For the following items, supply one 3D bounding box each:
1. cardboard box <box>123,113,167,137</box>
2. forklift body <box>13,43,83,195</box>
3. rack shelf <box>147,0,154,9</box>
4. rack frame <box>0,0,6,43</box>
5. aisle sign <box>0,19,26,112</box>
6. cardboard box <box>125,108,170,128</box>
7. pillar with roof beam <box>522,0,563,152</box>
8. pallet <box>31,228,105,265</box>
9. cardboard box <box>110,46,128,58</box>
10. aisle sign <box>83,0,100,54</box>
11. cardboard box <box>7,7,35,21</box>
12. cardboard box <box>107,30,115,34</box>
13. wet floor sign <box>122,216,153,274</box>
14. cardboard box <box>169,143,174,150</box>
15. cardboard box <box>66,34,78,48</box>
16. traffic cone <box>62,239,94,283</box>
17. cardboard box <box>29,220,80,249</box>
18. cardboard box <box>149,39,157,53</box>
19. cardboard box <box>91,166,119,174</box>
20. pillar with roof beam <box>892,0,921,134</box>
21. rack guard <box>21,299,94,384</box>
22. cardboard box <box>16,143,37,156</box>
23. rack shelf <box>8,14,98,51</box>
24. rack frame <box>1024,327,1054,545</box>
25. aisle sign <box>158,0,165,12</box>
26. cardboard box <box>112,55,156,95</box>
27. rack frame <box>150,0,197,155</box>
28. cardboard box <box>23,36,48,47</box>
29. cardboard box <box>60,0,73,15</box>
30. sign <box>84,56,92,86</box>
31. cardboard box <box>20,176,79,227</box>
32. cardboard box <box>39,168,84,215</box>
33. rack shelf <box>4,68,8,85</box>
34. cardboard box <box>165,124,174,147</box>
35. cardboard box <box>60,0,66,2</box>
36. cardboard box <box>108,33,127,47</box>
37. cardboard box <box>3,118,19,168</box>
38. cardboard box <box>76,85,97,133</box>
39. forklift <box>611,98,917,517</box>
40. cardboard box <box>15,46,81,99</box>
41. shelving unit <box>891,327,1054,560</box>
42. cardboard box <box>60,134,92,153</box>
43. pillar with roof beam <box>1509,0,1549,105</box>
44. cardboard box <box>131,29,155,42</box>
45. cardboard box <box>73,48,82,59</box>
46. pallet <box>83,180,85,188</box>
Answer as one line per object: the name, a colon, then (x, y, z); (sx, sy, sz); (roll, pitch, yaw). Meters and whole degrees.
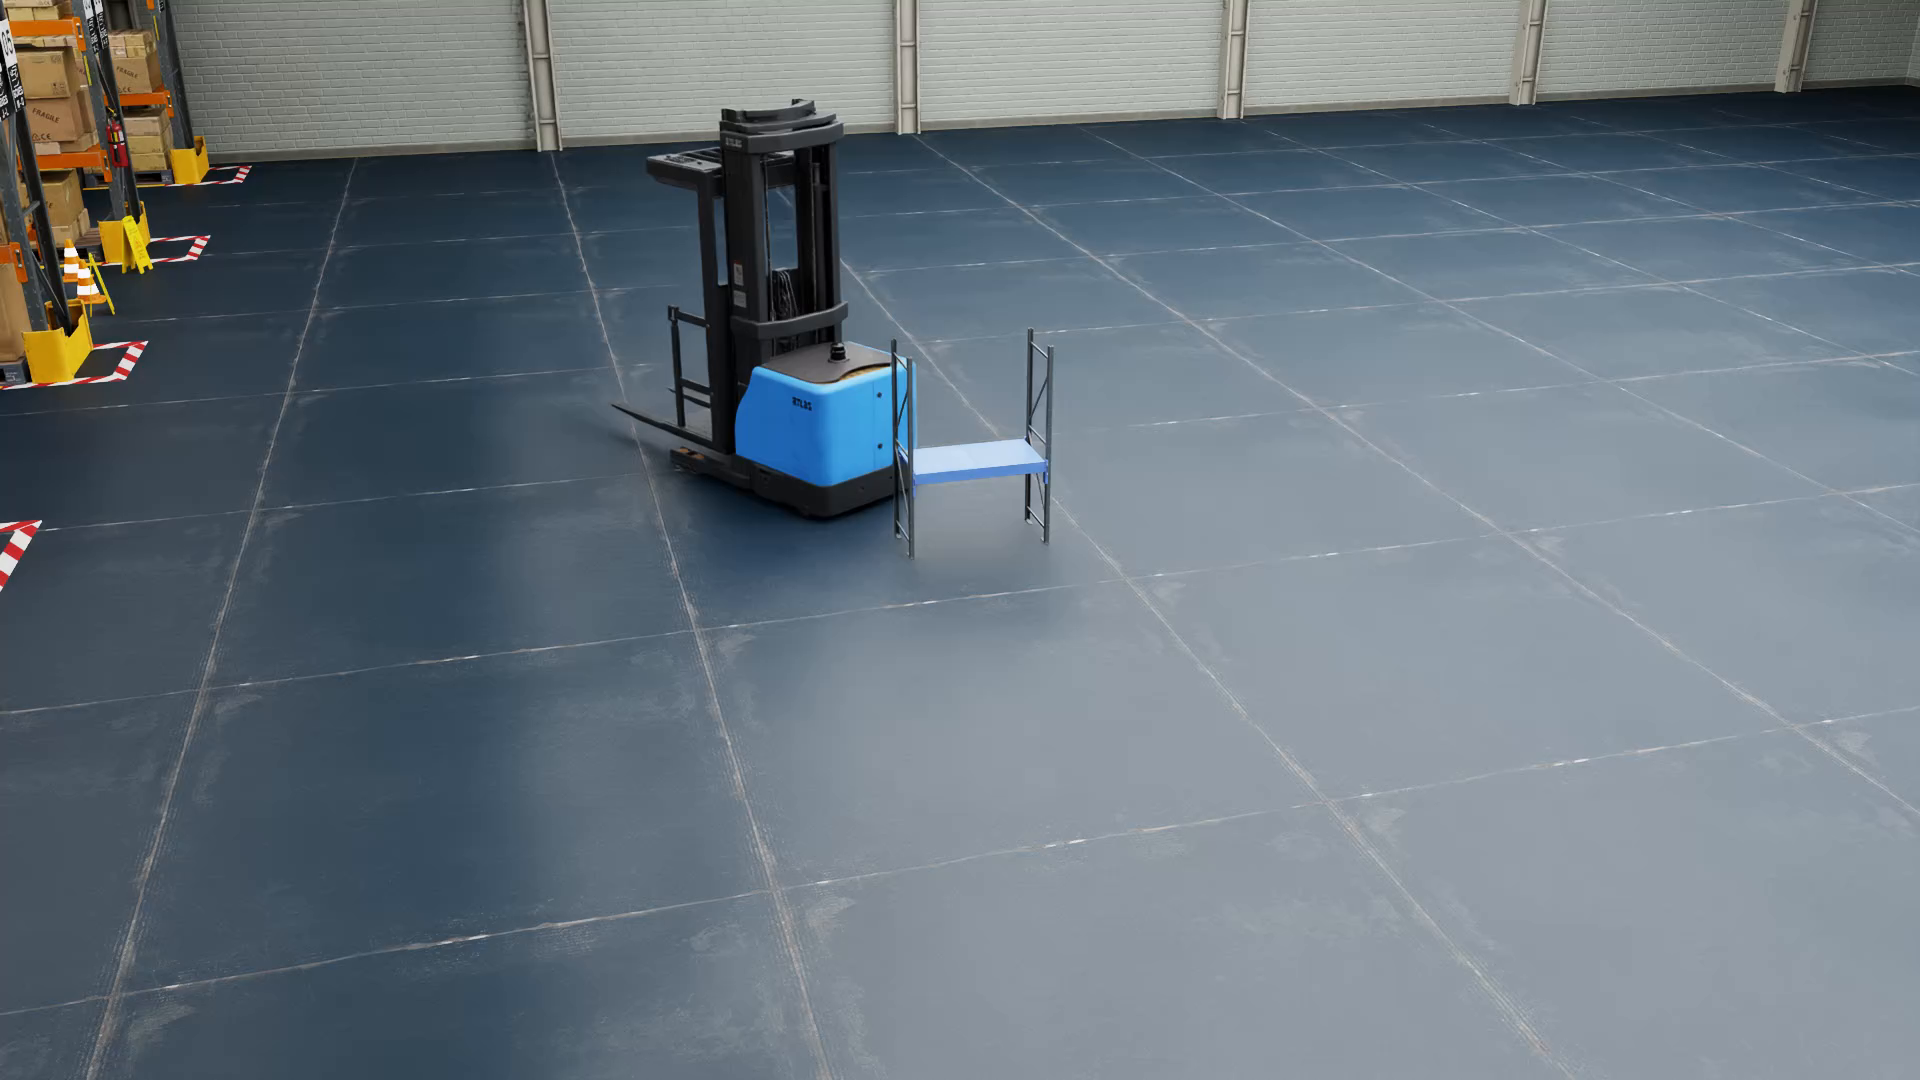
cardboard box: (-11.902, -6.055, 24.243); (0.500, 0.250, 0.500); (-5, 24, -13)
forklift body: (-12.876, -5.549, 22.454); (1.214, 2.155, 2.313); (-6, 24, -14)
rack shelf: (-13.469, -7.668, 23.425); (4.000, 0.370, 1.077); (-6, 24, -14)
rack frame: (-8.764, -5.837, 14.442); (0.127, 3.000, 1.000); (-6, 24, -14)
aisle sign: (-8.777, -4.397, 15.396); (0.004, 0.787, 0.394); (-6, 24, -14)
cardboard box: (-12.057, -6.243, 24.681); (0.500, 0.250, 0.500); (-7, 24, -15)
pillar with roof beam: (-5.517, -8.863, 21.493); (0.400, 9.000, 9.100); (-6, 24, -14)
pallet: (-11.064, -3.586, 20.341); (1.213, 0.211, 1.003); (-6, 24, -14)
cardboard box: (-12.039, -6.995, 23.800); (0.250, 0.149, 0.380); (-6, 24, -14)
aisle sign: (-10.061, -6.040, 19.226); (0.004, 0.787, 0.394); (-6, 24, -14)
cardboard box: (-10.698, -6.029, 19.011); (0.250, 0.149, 0.380); (-6, 24, -14)
cardboard box: (-12.436, -7.311, 24.157); (0.250, 0.149, 0.380); (-6, 24, -13)
wet floor sign: (-9.727, -3.481, 19.545); (0.232, 0.644, 0.267); (2, 23, 4)
cardboard box: (-12.069, -5.785, 24.882); (0.500, 0.250, 0.500); (-6, 24, -14)
cardboard box: (-12.565, -7.121, 23.716); (0.250, 0.149, 0.380); (-6, 24, -14)
traffic cone: (-10.264, -3.248, 19.232); (0.334, 0.463, 0.336); (-6, 24, -14)
cardboard box: (-10.928, -3.688, 19.995); (0.500, 0.250, 0.500); (-6, 24, -15)
cardboard box: (-11.940, -7.240, 24.369); (0.250, 0.149, 0.380); (-7, 24, -16)
cardboard box: (-12.392, -5.543, 24.319); (0.500, 0.250, 0.500); (-6, 24, -14)
pillar with roof beam: (0.260, -9.502, 22.983); (0.400, 9.000, 9.100); (-6, 24, -14)
rack guard: (-8.741, -1.934, 16.124); (0.348, 0.500, 1.175); (-6, 24, -14)
cardboard box: (-10.968, -4.624, 19.542); (0.250, 0.149, 0.380); (-7, 24, -15)
rack shelf: (-12.125, -5.784, 19.034); (4.000, 0.370, 1.077); (-6, 24, -14)
rack frame: (0.572, -0.752, 12.102); (0.032, 1.500, 0.500); (-6, 24, -14)
aisle sign: (-11.401, -7.923, 23.615); (0.004, 0.787, 0.394); (-6, 24, -14)
cardboard box: (-11.946, -6.727, 23.997); (0.500, 0.500, 0.500); (-7, 24, -16)
rack frame: (-11.543, -6.833, 24.371); (0.127, 3.000, 1.000); (-6, 24, -14)
cardboard box: (-13.033, -7.022, 23.484); (0.250, 0.149, 0.380); (-6, 24, -13)
cardboard box: (-10.606, -6.300, 19.643); (0.250, 0.149, 0.380); (-6, 24, -14)
sign: (-10.068, -5.414, 19.193); (0.005, 0.325, 0.100); (-6, 24, -14)
cardboard box: (-10.900, -4.039, 19.862); (0.500, 0.500, 0.500); (-6, 24, -14)
cardboard box: (-11.073, -4.239, 20.330); (0.500, 0.500, 0.500); (-7, 24, -16)
rack shelf: (-10.690, -3.915, 14.679); (4.000, 0.370, 1.077); (-6, 24, -14)
cardboard box: (-12.052, -6.021, 24.799); (0.500, 0.250, 0.500); (-6, 24, -13)
cardboard box: (-10.755, -6.443, 19.470); (0.500, 0.250, 0.500); (-7, 24, -15)
cardboard box: (-12.060, -7.158, 23.801); (0.250, 0.149, 0.380); (-6, 24, -14)
cardboard box: (-9.132, -3.621, 15.325); (0.550, 0.550, 0.875); (-6, 24, -14)
cardboard box: (-10.730, -5.187, 20.030); (0.500, 0.500, 0.500); (-7, 24, -15)
forklift: (-1.723, -2.004, 13.204); (3.031, 2.935, 1.130); (21, 31, 40)
cardboard box: (-10.632, -5.454, 19.385); (0.500, 0.500, 0.700); (-7, 24, -16)
shelving unit: (0.082, -0.698, 11.975); (1.048, 1.500, 0.538); (-6, 24, -14)
cardboard box: (-10.501, -4.713, 19.748); (0.250, 0.149, 0.380); (-5, 24, -13)
pillar with roof beam: (11.814, -10.780, 25.961); (0.400, 9.000, 9.100); (-6, 24, -14)
cardboard box: (-11.924, -7.359, 24.270); (0.250, 0.149, 0.380); (-7, 24, -15)
cardboard box: (-12.548, -6.969, 23.738); (0.250, 0.149, 0.380); (-6, 24, -15)
pallet: (-13.441, -5.326, 24.394); (1.213, 0.211, 1.003); (-6, 24, -14)
